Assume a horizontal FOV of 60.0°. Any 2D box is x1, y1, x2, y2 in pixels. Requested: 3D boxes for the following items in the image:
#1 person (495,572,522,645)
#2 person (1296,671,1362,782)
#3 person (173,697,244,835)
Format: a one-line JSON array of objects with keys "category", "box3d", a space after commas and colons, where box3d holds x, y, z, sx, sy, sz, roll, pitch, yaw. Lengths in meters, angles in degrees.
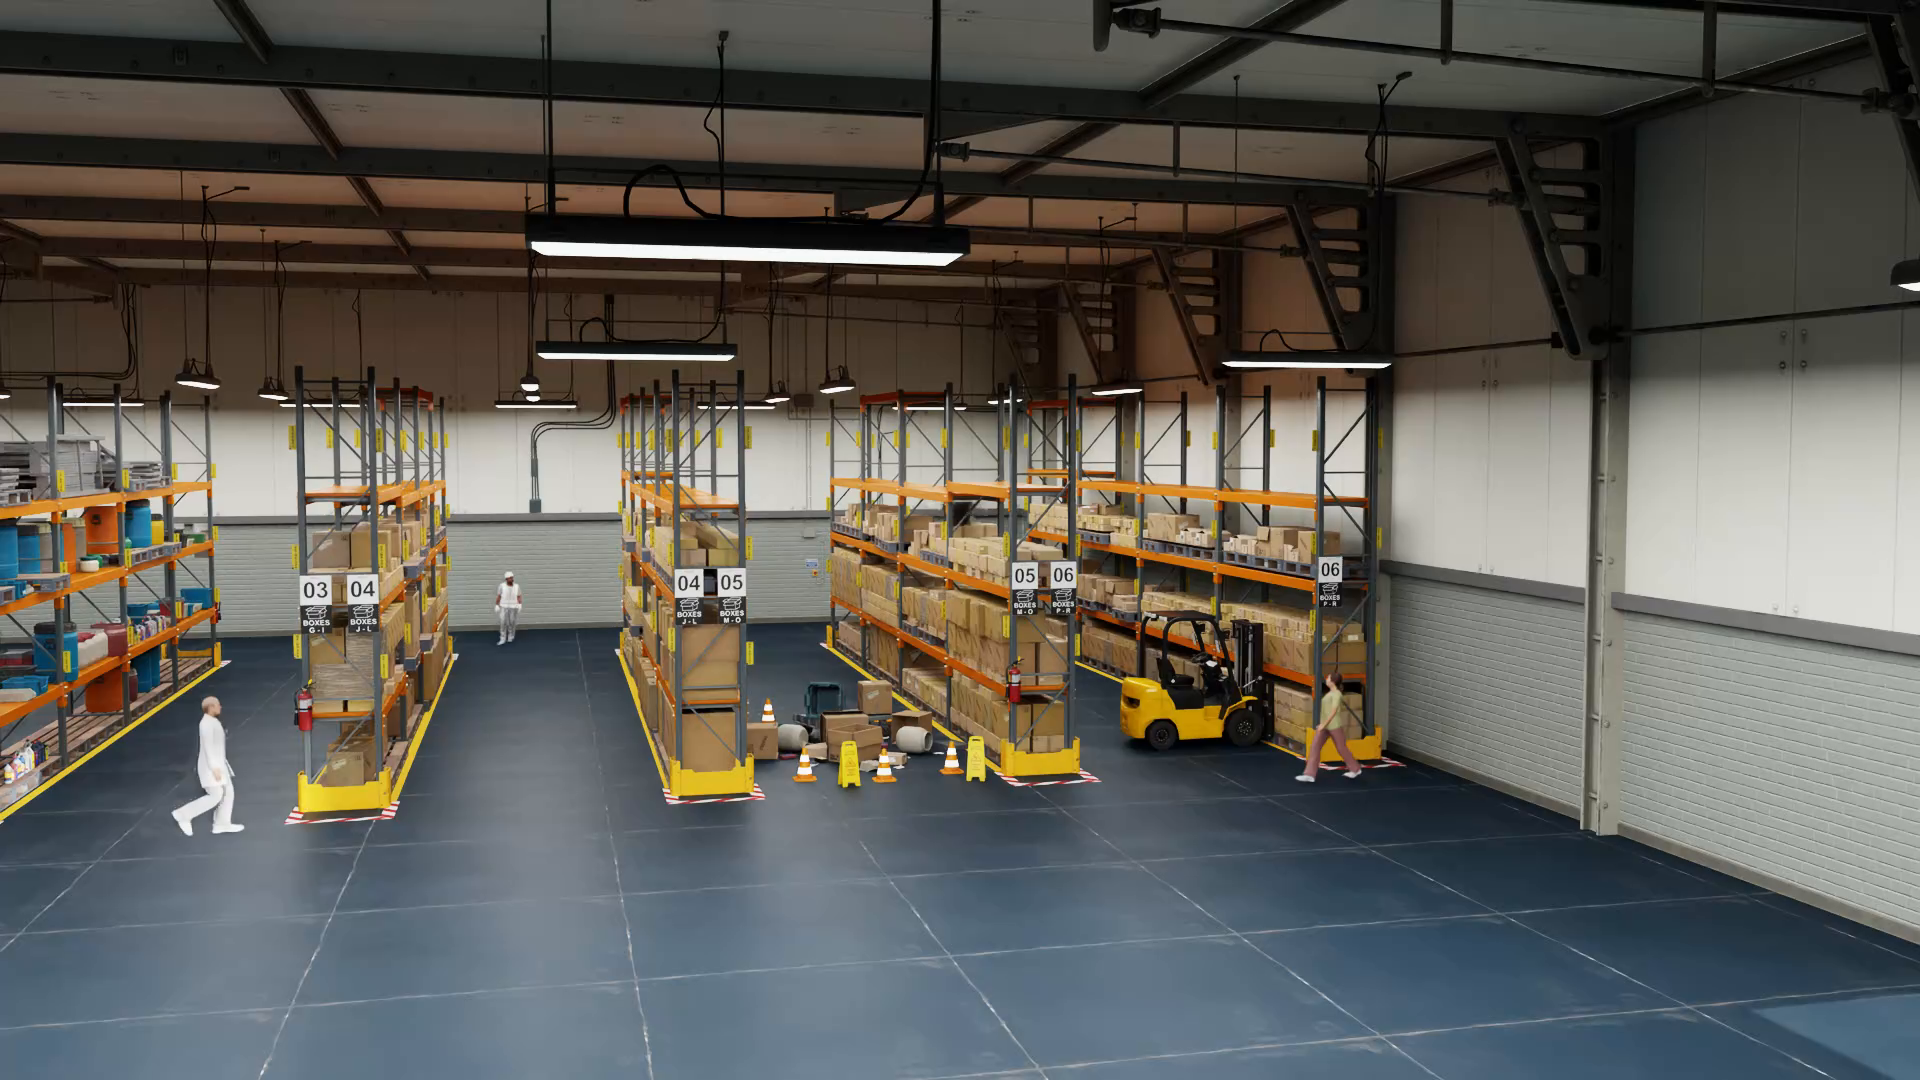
[{"category": "person", "box3d": [-11.131, 1.662, 40.946, 0.655, 1.753, 0.808, 0, 3, -7]}, {"category": "person", "box3d": [5.430, 2.732, 24.332, 1.054, 1.621, 0.414, -2, 4, -28]}, {"category": "person", "box3d": [-9.517, 2.953, 21.049, 0.777, 1.550, 0.632, -1, 3, -10]}]
